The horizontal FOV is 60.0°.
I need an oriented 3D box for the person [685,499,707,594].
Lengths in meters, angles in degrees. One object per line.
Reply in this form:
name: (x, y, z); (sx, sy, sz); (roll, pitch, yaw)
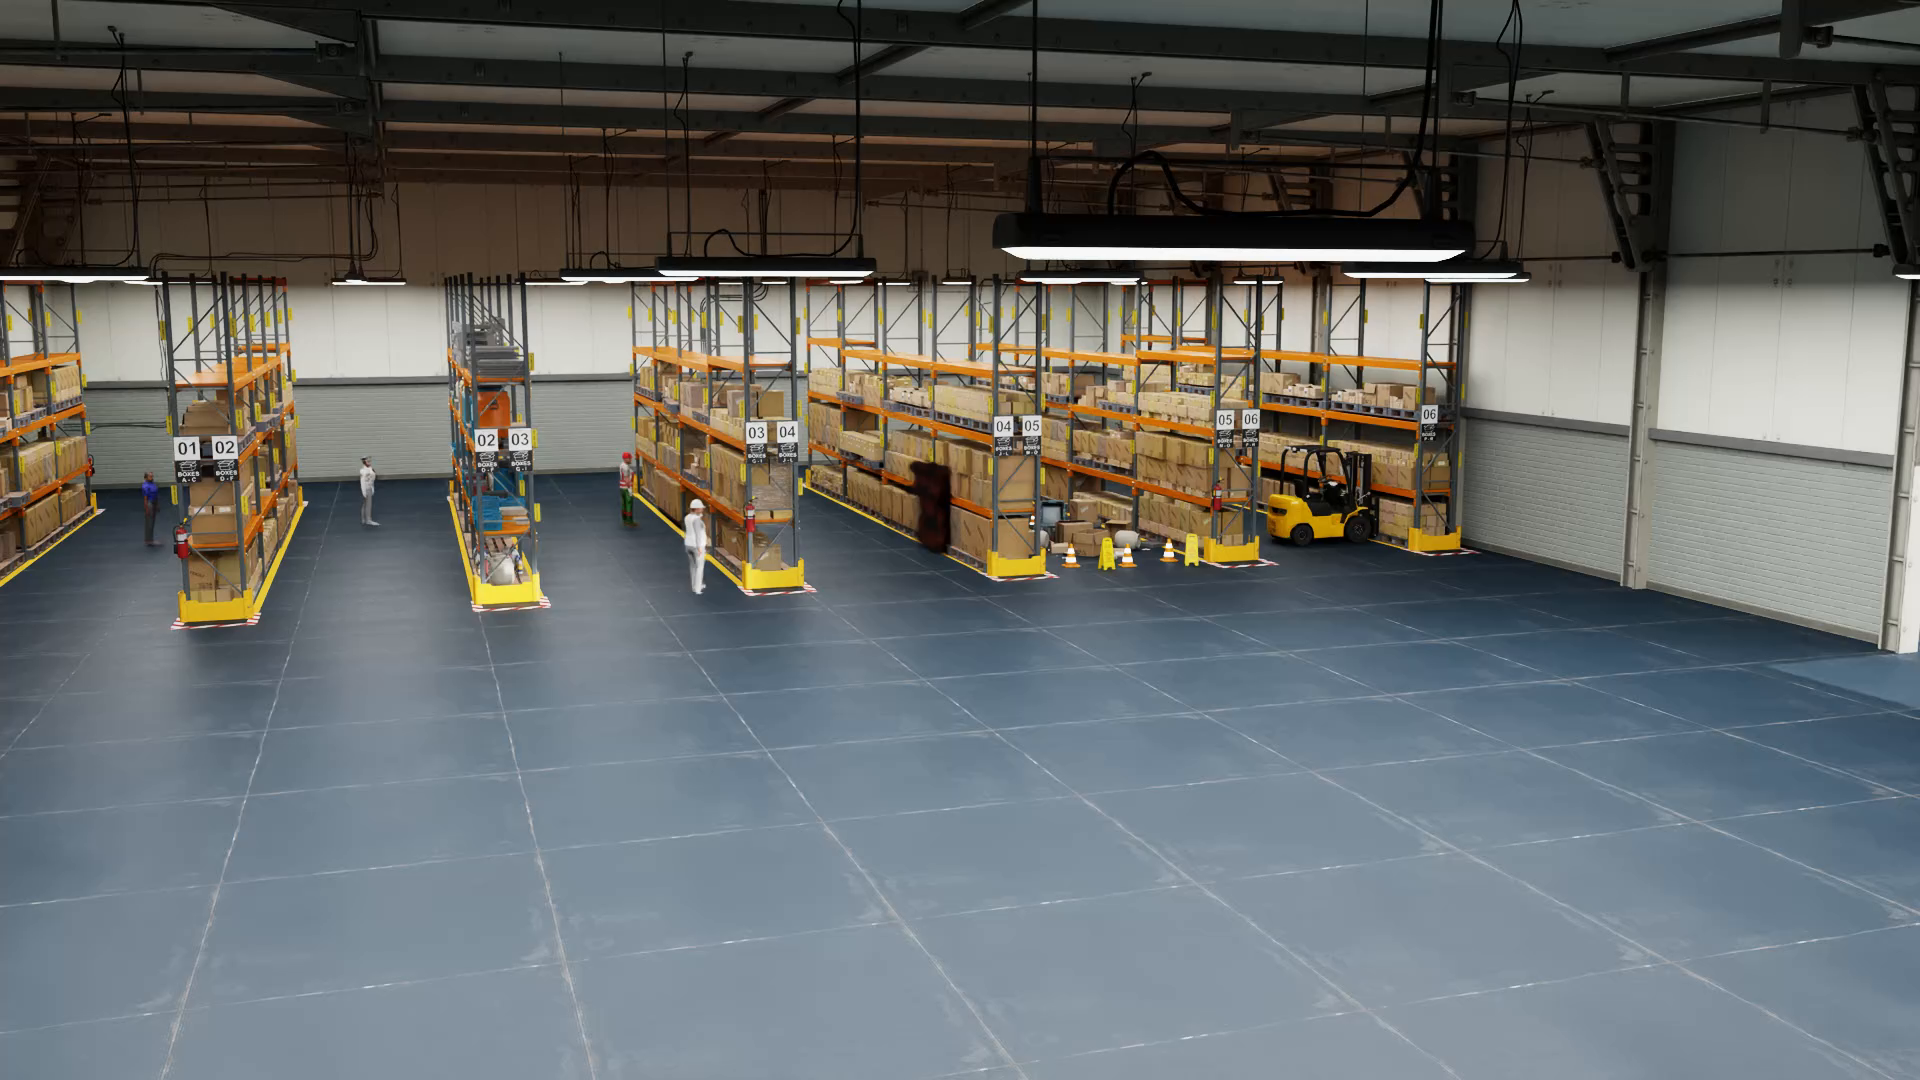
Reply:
person: (-4.992, 0.104, 31.603); (0.547, 1.778, 0.578); (7, 11, 39)

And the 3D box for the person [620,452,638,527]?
person: (-8.014, -1.231, 40.220); (0.409, 1.791, 0.620); (-4, 9, -22)

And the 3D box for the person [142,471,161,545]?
person: (-18.215, -0.722, 37.425); (0.356, 1.673, 0.474); (-2, 9, -16)

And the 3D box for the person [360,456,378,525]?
person: (-14.451, -1.221, 40.638); (0.420, 1.688, 0.495); (-1, 9, -10)
